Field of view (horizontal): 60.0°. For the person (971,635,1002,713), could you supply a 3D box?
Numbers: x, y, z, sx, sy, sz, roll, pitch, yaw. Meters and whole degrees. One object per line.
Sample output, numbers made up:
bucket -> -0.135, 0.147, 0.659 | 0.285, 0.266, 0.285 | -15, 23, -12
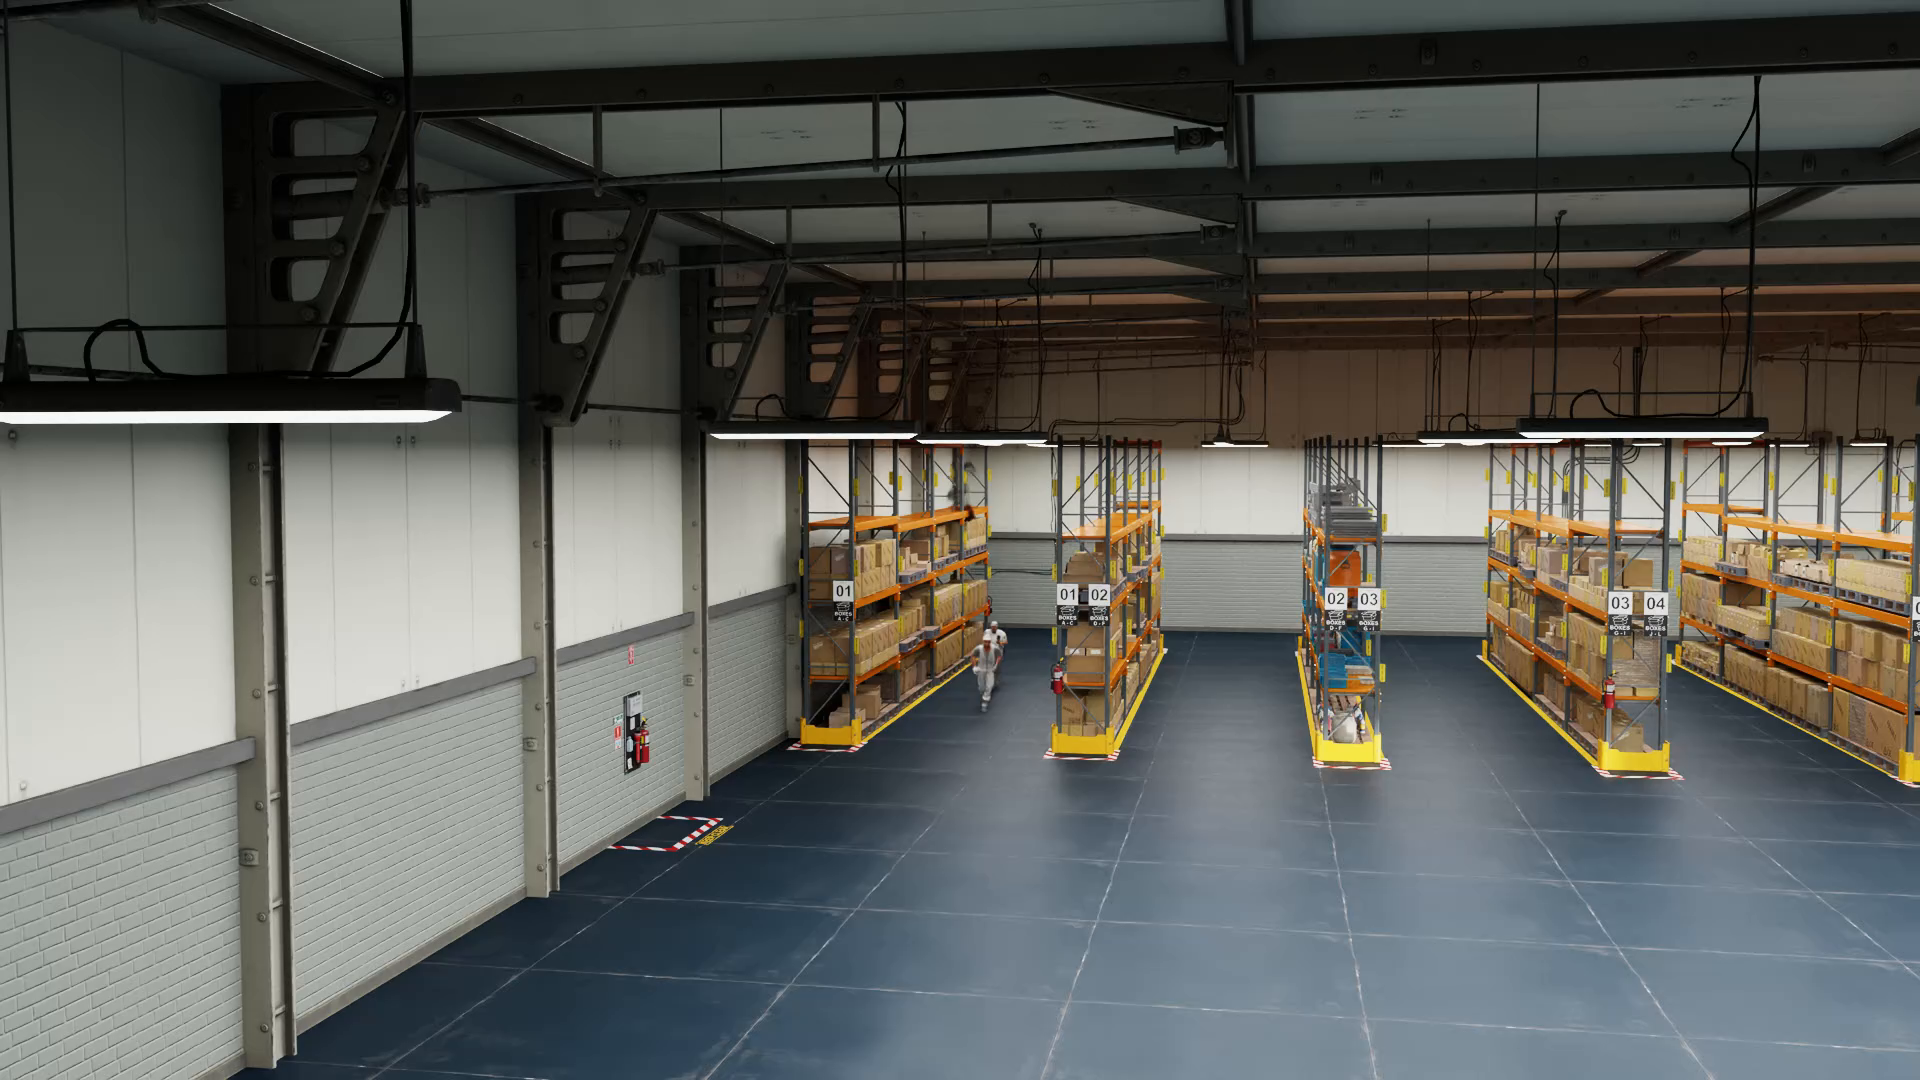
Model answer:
person -> 0.577, 2.908, 36.611 | 0.658, 1.722, 0.904 | 0, 3, -7

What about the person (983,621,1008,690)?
person -> 0.851, 2.759, 39.991 | 0.600, 1.675, 0.890 | 0, 3, 2
